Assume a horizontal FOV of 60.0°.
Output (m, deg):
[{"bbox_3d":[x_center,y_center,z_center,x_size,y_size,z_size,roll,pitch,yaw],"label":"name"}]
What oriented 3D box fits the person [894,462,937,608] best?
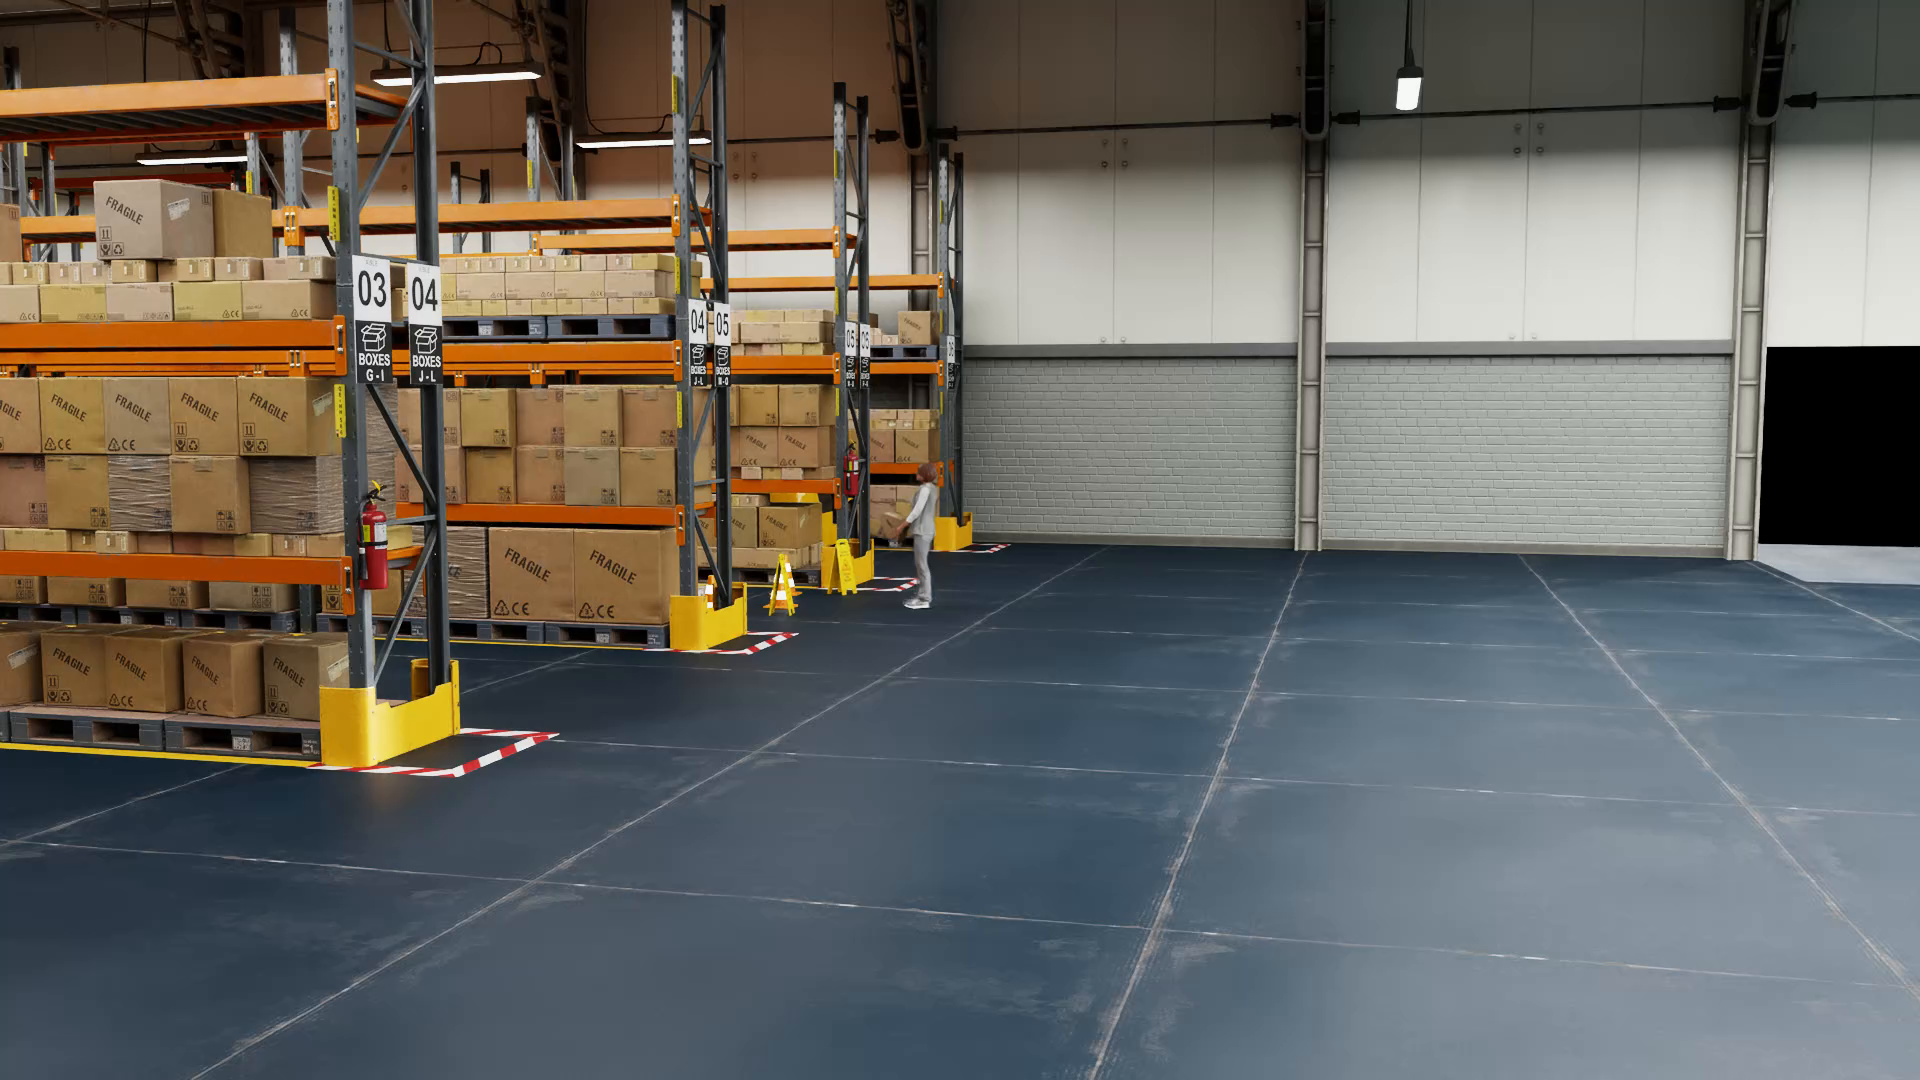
[{"bbox_3d":[-0.480,-0.053,18.198,0.458,1.599,0.451,1,5,6],"label":"person"}]
